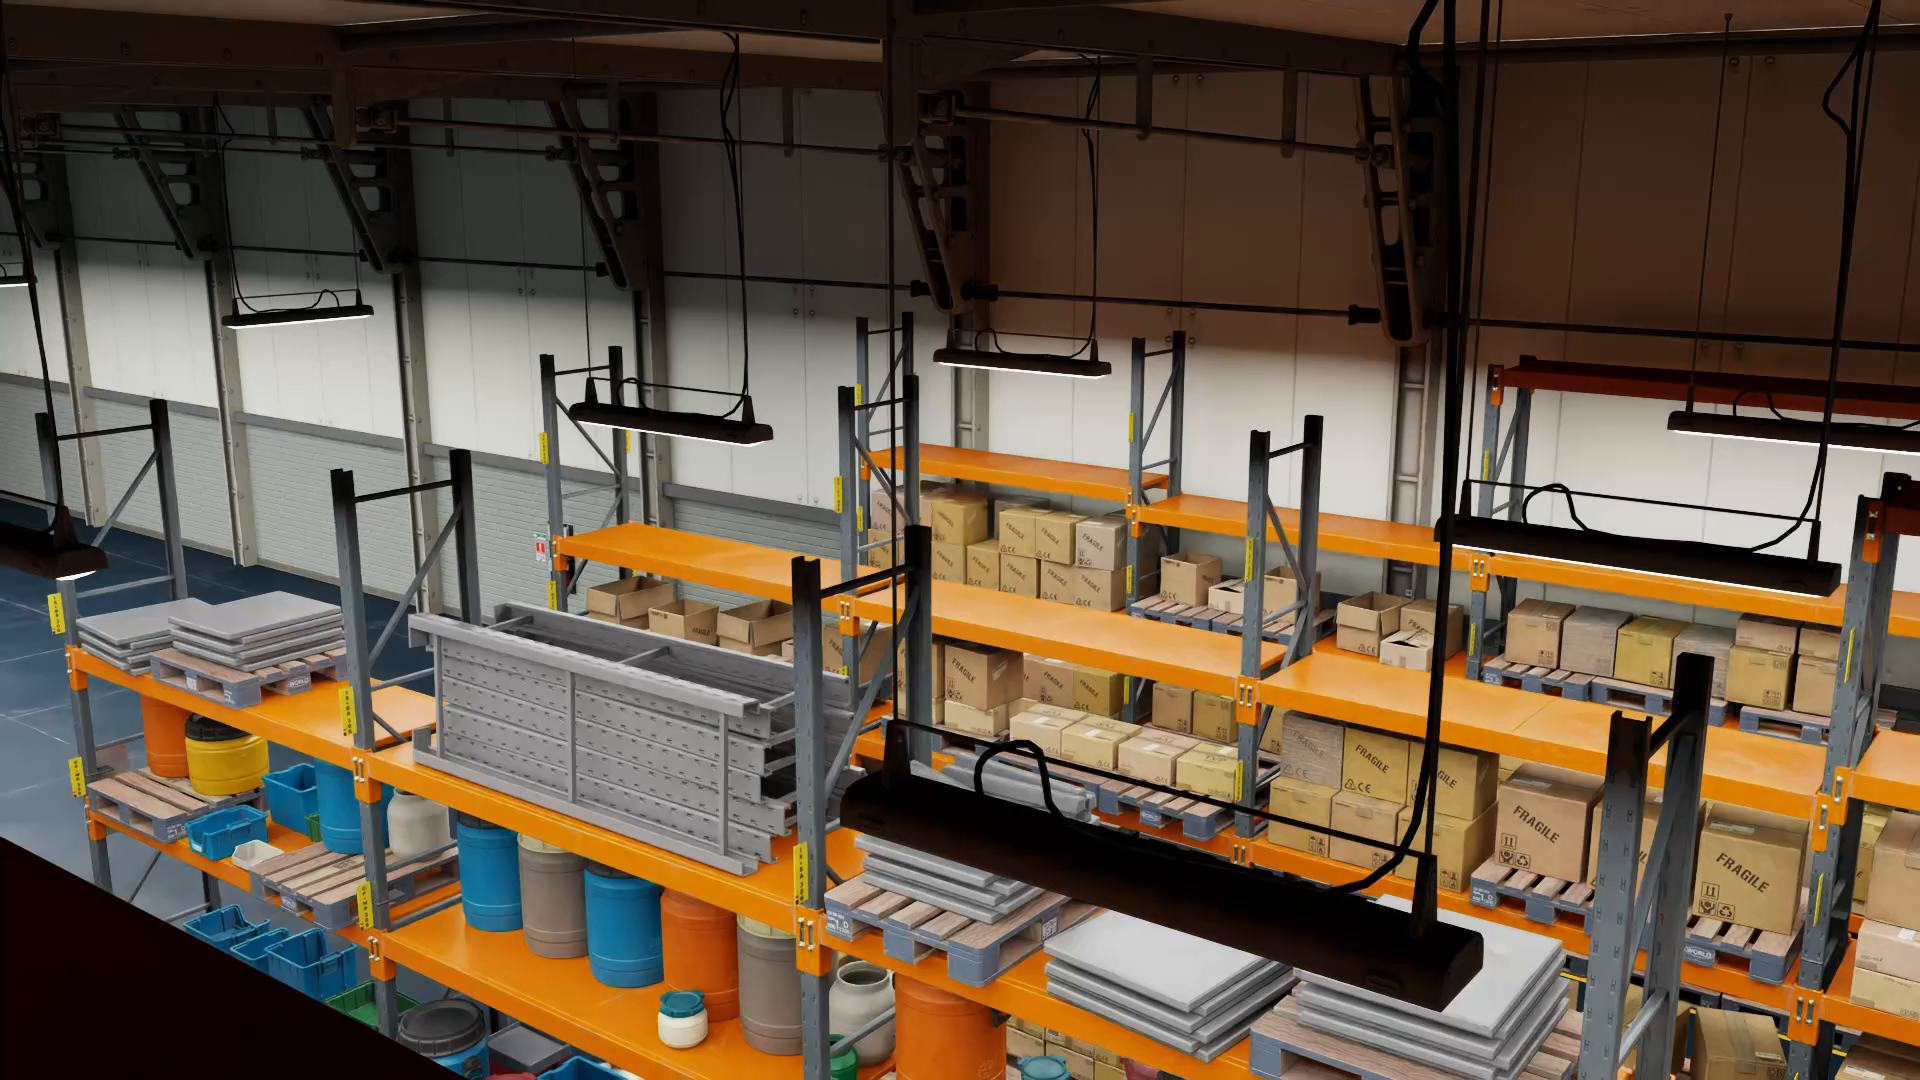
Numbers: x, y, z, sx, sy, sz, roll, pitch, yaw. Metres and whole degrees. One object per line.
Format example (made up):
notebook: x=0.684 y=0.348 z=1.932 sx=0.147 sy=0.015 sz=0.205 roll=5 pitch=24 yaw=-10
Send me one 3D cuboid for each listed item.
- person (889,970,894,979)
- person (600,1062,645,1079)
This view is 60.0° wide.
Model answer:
person: x=-0.671 y=4.077 z=14.031 sx=0.486 sy=1.662 sz=0.525 roll=12 pitch=18 yaw=42
person: x=-2.410 y=4.410 z=12.372 sx=0.591 sy=1.724 sz=0.941 roll=11 pitch=17 yaw=41
